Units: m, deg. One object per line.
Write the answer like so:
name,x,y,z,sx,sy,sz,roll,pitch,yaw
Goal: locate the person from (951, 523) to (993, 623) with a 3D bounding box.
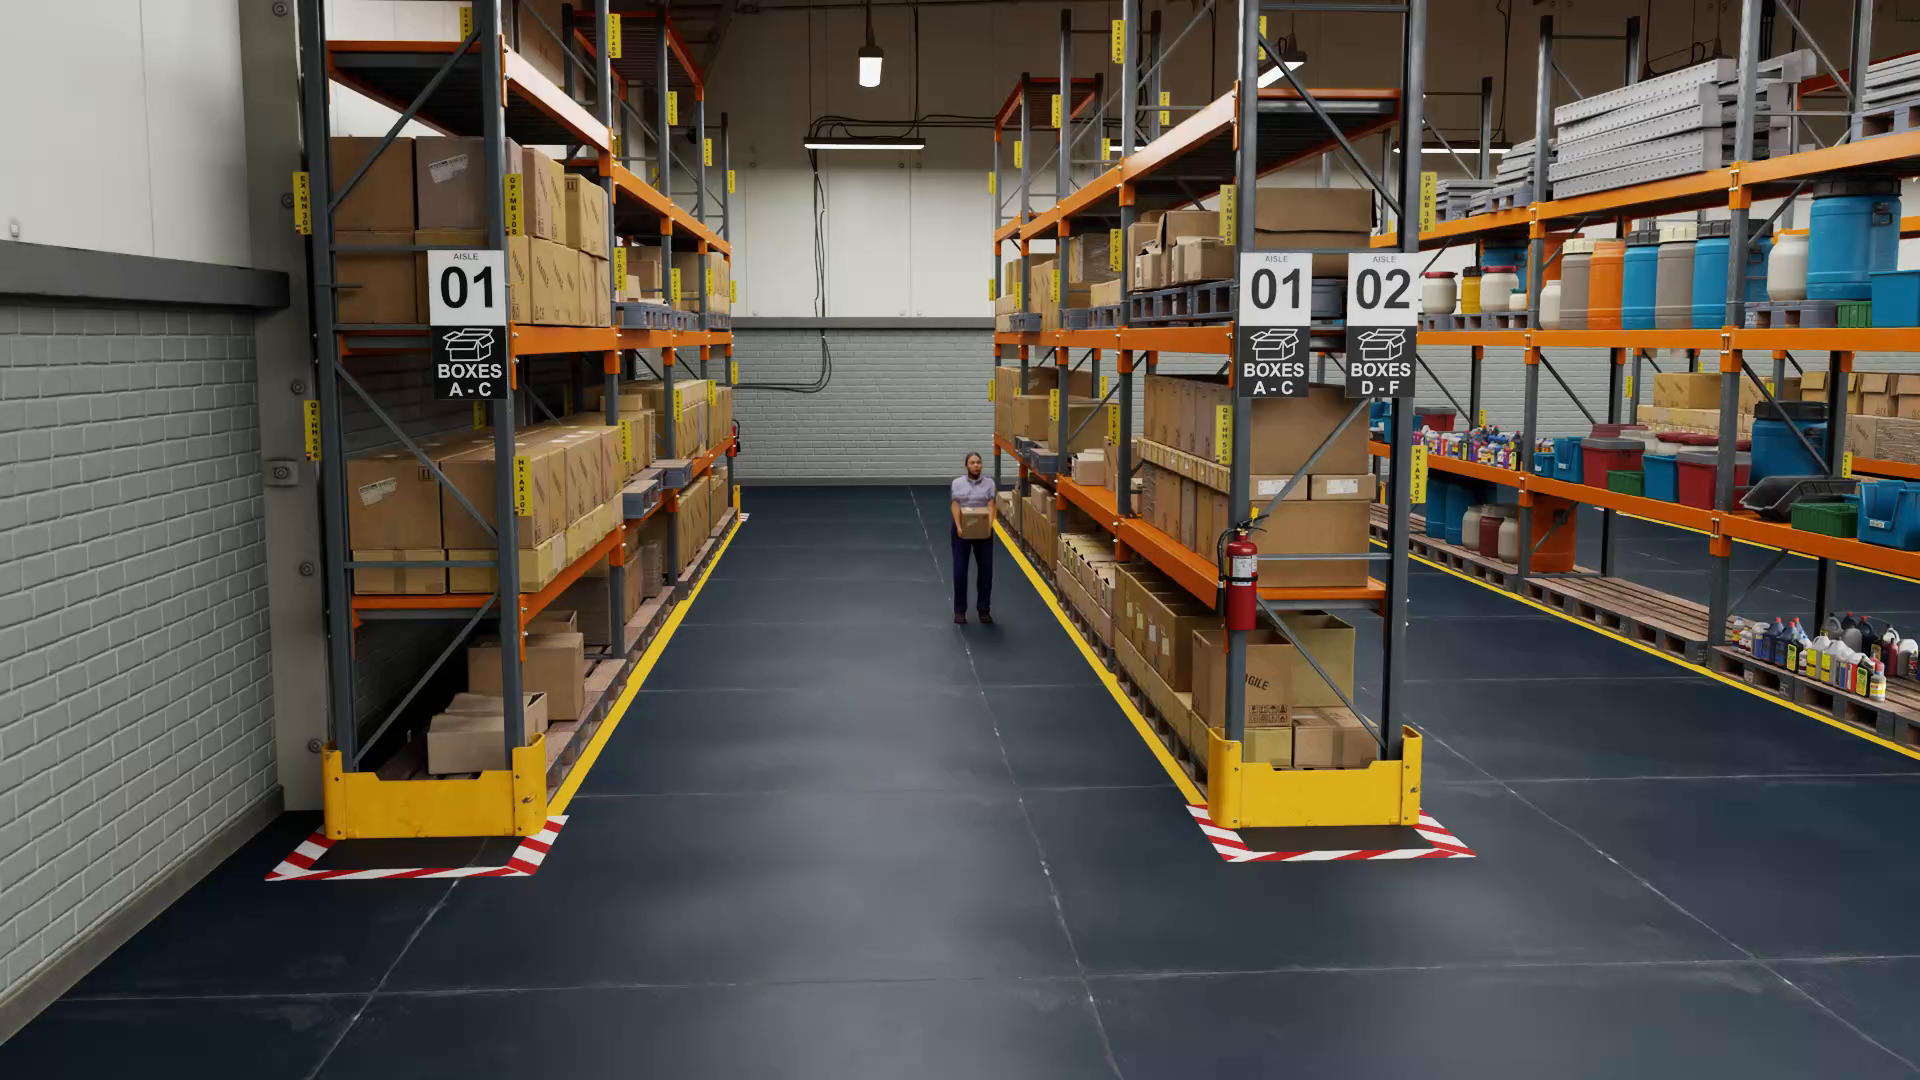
person,0.120,0.274,16.144,0.412,1.030,0.413,-1,7,-4
